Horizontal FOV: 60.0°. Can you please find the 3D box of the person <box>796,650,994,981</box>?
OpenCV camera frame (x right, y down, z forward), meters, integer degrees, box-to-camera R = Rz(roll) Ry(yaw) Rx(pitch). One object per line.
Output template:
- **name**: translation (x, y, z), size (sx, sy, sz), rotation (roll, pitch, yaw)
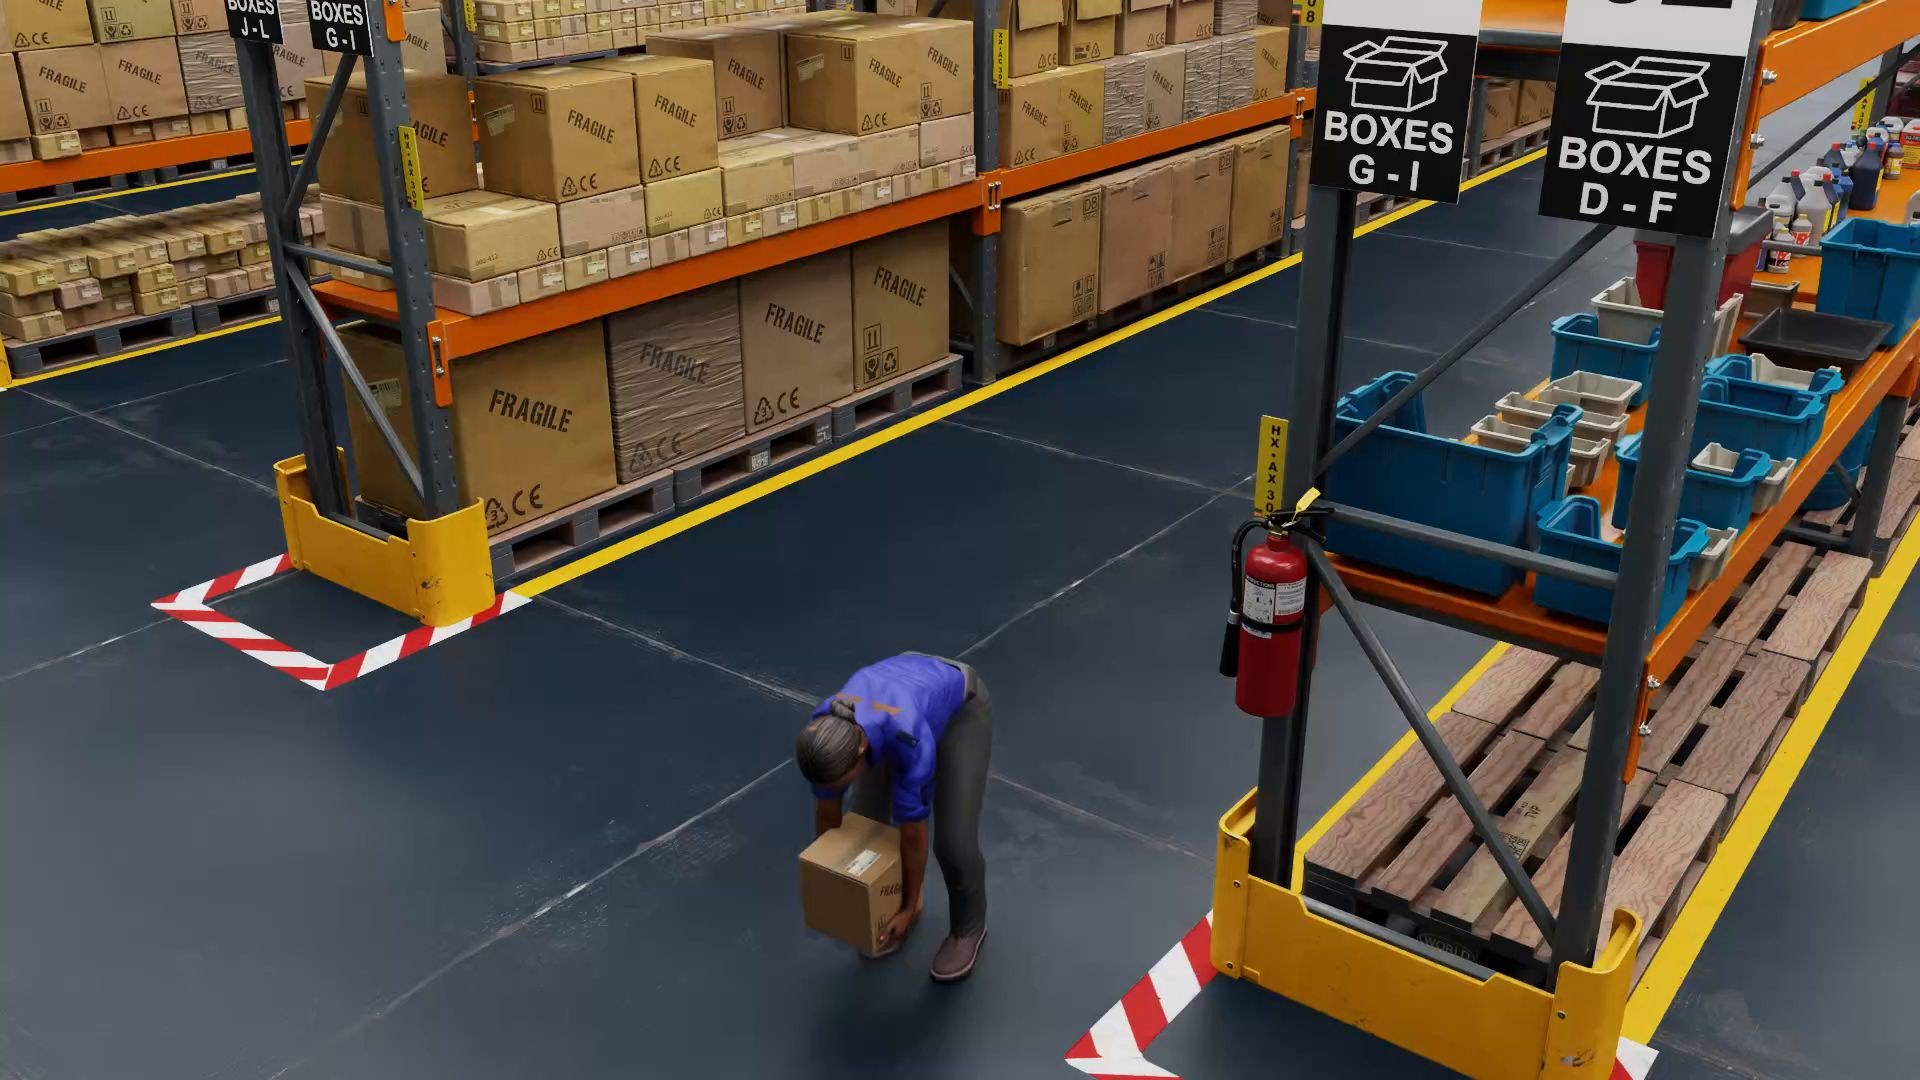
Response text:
- **person**: translation (-0.203, 0.847, 4.862), size (0.422, 1.111, 0.867), rotation (11, 26, 23)
